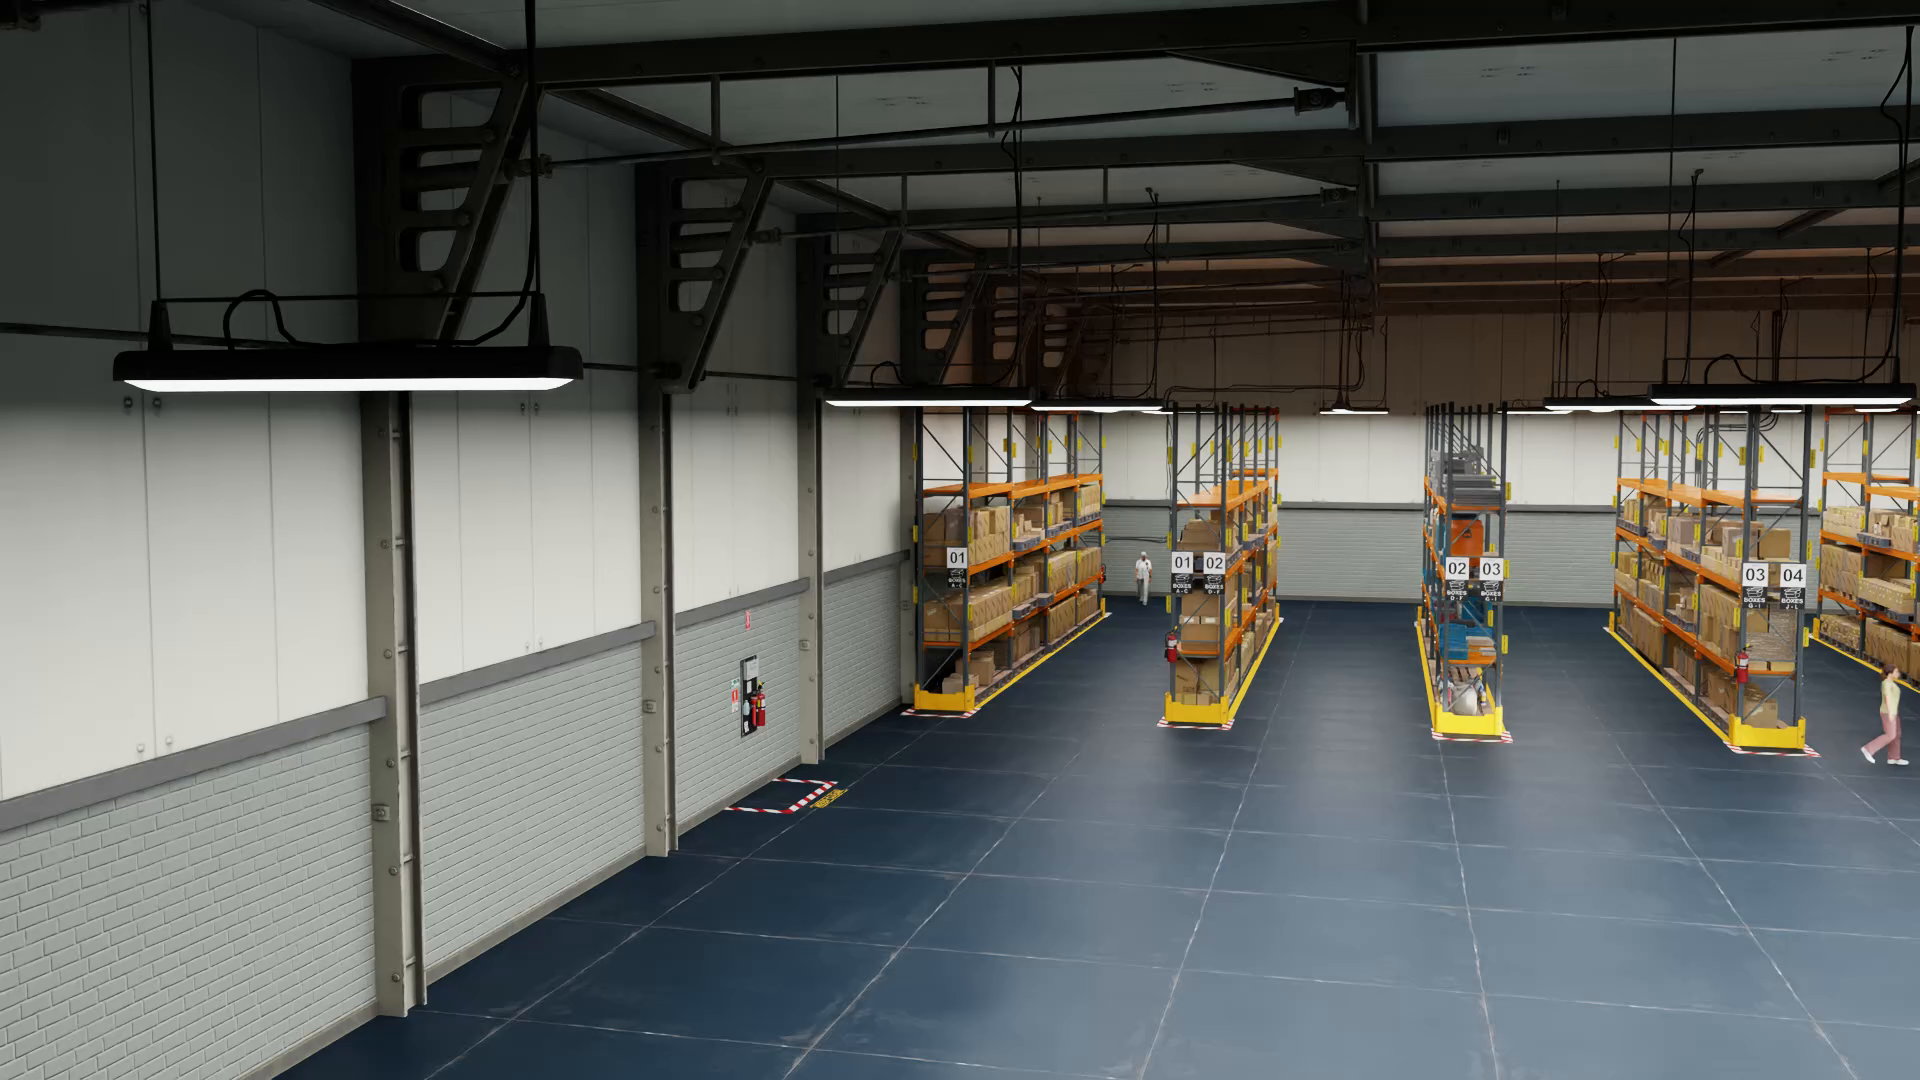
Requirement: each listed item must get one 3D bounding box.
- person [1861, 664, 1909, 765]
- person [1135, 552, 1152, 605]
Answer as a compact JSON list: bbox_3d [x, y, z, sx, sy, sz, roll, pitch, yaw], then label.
[{"bbox_3d":[15.220,2.861,27.319,0.637,1.670,0.500,4,6,40],"label":"person"},{"bbox_3d":[5.599,1.153,50.769,0.500,1.602,1.043,1,4,14],"label":"person"}]
